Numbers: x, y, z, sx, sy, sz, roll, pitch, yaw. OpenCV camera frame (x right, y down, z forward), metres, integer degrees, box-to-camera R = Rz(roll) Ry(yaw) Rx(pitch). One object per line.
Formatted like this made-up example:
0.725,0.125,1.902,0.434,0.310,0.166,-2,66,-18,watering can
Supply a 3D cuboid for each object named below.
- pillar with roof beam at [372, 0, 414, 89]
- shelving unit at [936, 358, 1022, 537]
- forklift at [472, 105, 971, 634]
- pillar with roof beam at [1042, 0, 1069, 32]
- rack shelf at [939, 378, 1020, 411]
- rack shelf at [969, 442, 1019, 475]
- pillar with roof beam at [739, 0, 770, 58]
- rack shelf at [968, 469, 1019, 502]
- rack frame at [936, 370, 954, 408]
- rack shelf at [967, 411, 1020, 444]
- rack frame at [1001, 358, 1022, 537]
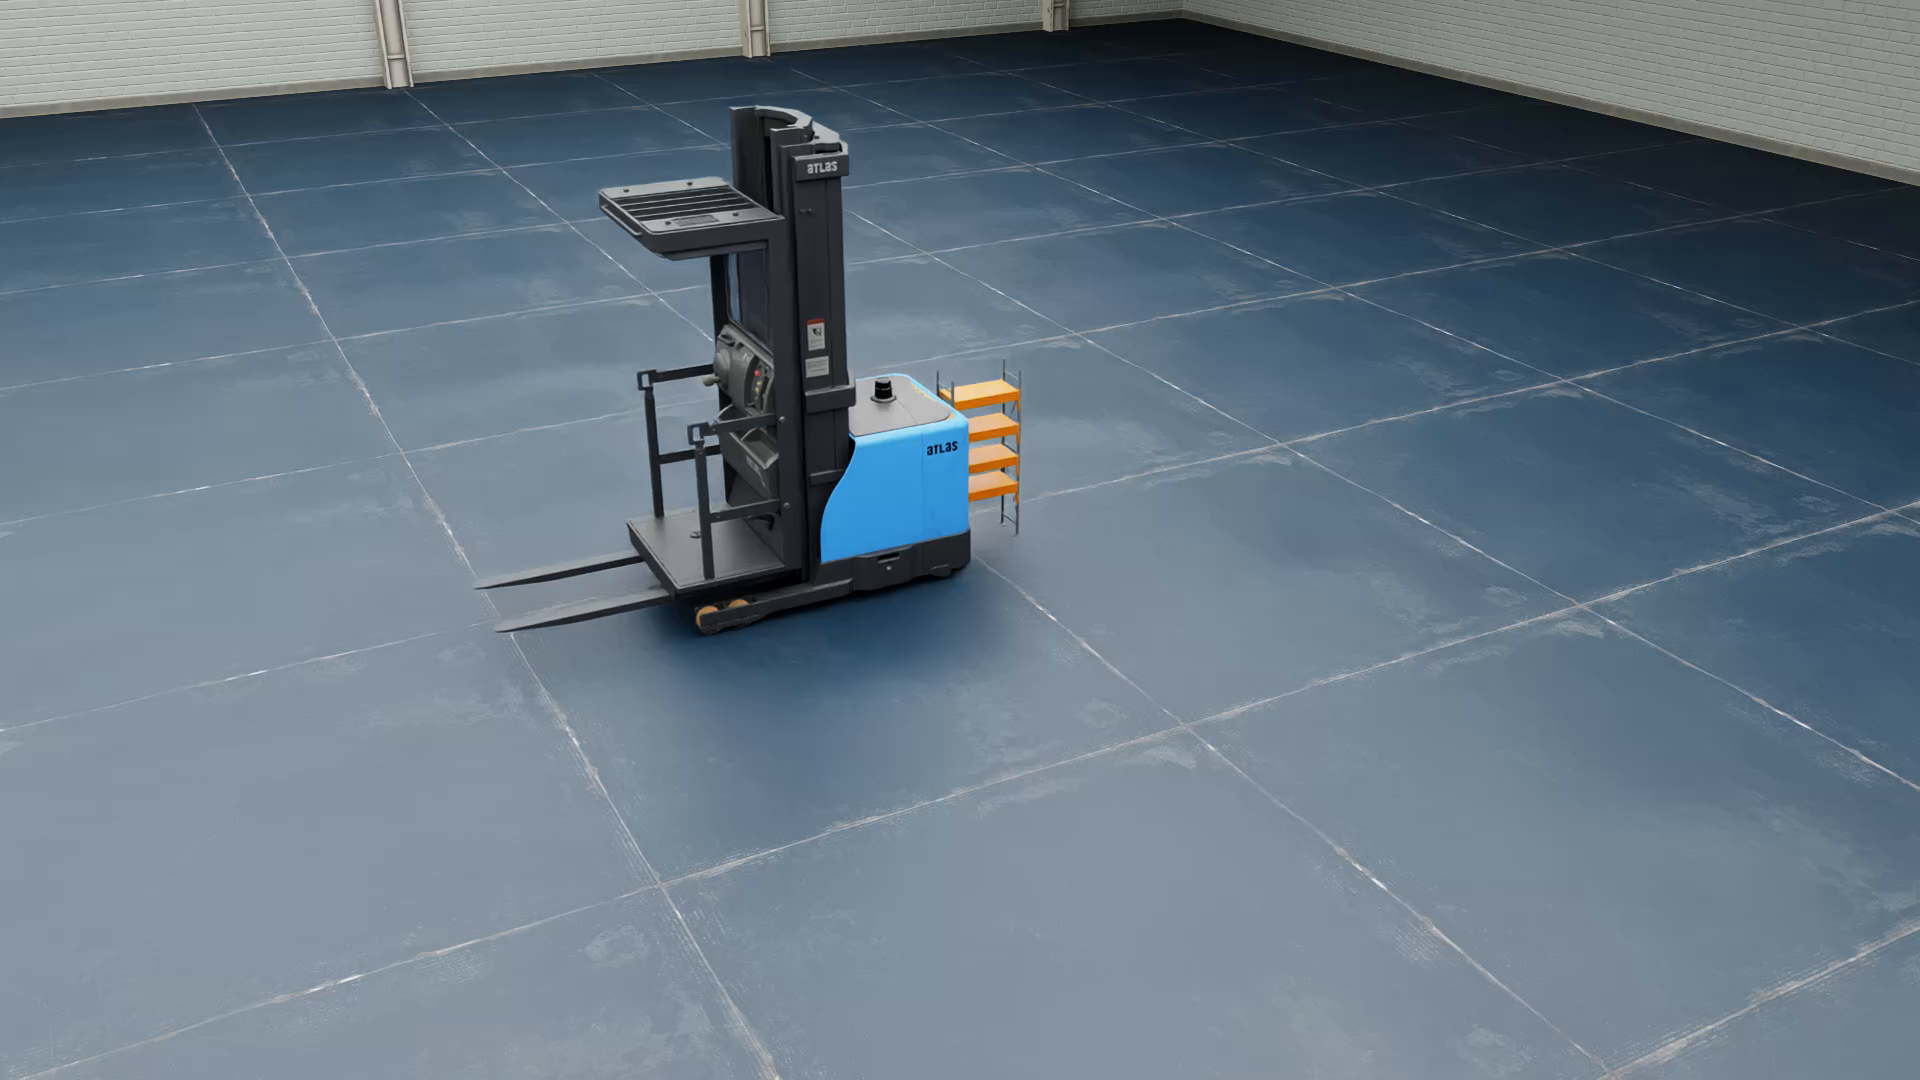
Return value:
-6.773,-9.535,20.712,0.400,9.000,9.100,-13,29,-25,pillar with roof beam
0.122,-0.564,11.037,0.503,1.200,0.258,-12,28,-24,shelving unit
-1.484,-1.012,9.971,3.031,2.935,1.130,-12,28,-24,forklift
3.815,-11.979,25.803,0.400,9.000,9.100,-13,29,-25,pillar with roof beam
0.122,-0.918,10.867,0.480,0.148,0.258,-12,28,-24,rack shelf
0.122,-0.503,11.067,0.480,0.148,0.258,-12,28,-24,rack shelf
-1.479,-10.757,23.258,0.400,9.000,9.100,-13,29,-25,pillar with roof beam
0.122,-0.324,11.152,0.480,0.148,0.258,-12,28,-24,rack shelf
-0.096,-0.516,10.939,0.015,1.200,0.240,-12,28,-24,rack frame
0.122,-0.705,10.970,0.480,0.148,0.258,-12,28,-24,rack shelf
0.341,-0.611,11.136,0.015,1.200,0.240,-12,28,-24,rack frame
